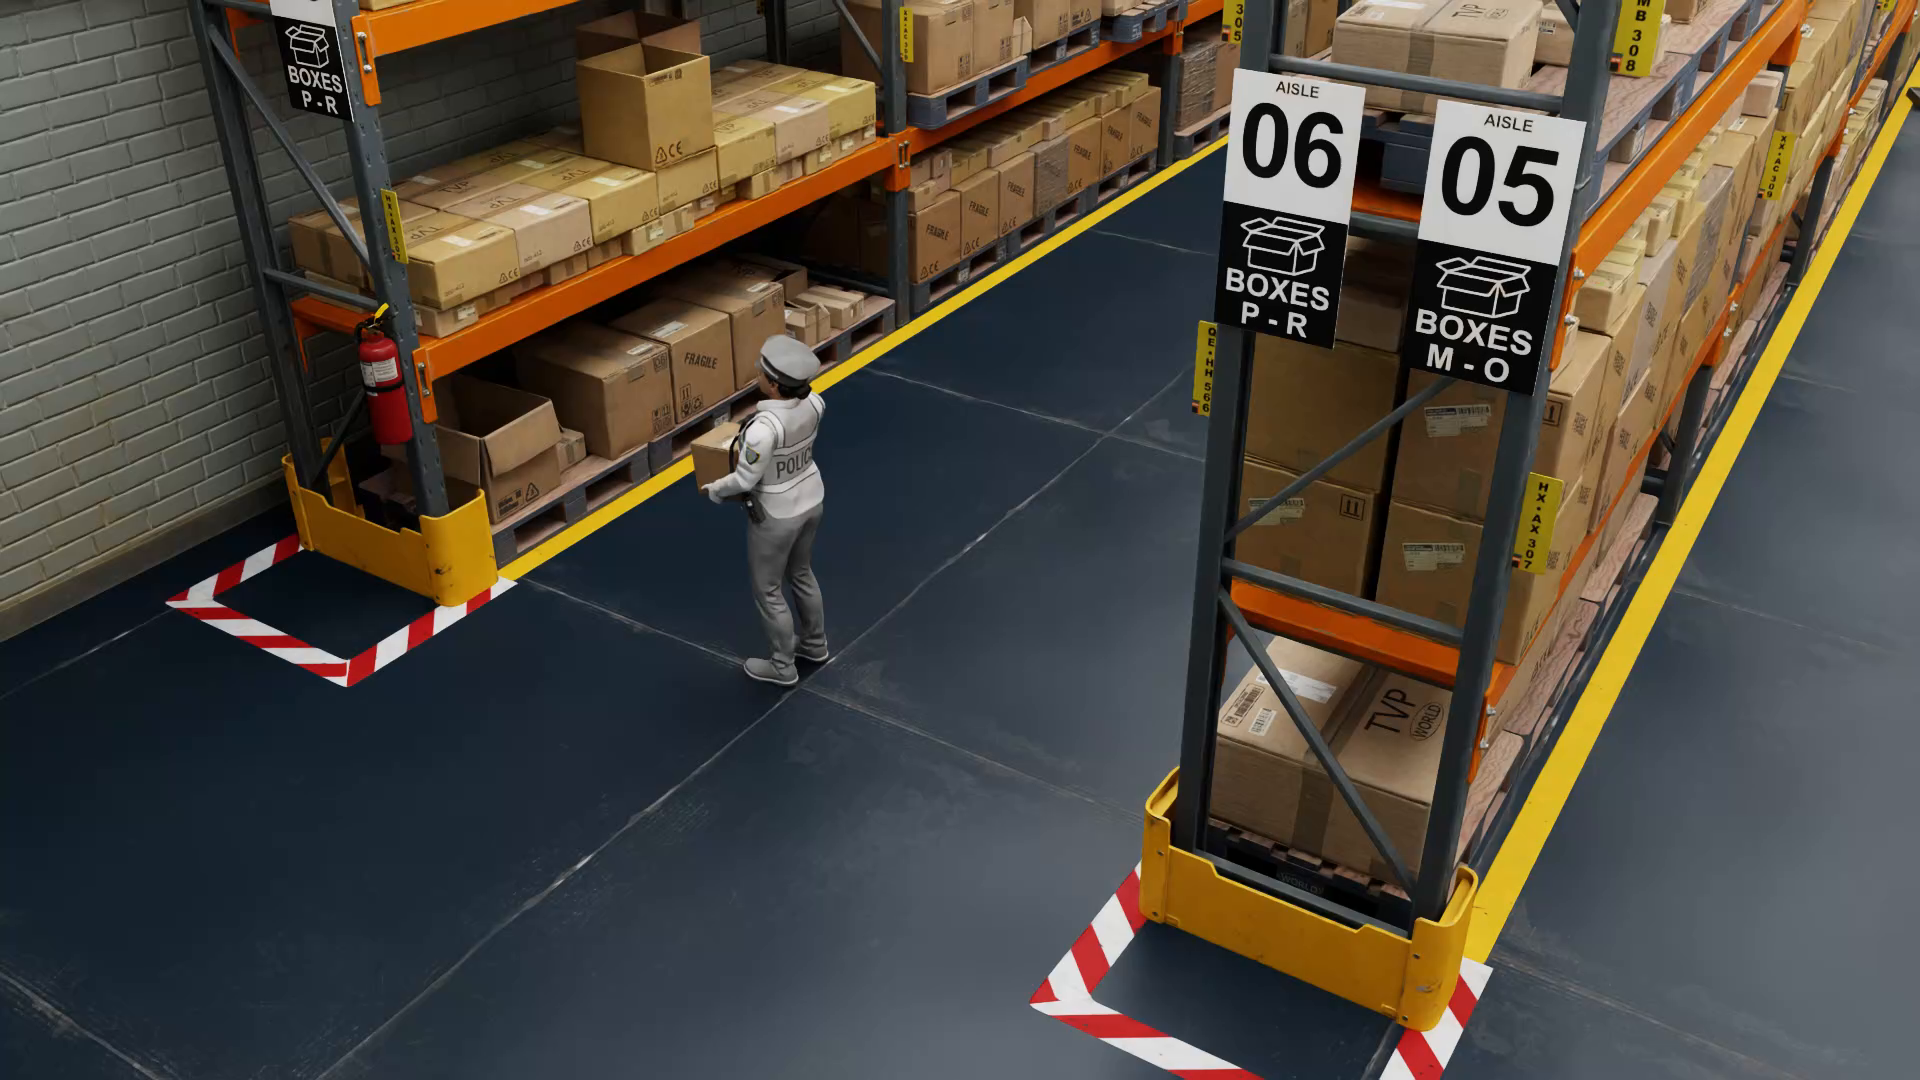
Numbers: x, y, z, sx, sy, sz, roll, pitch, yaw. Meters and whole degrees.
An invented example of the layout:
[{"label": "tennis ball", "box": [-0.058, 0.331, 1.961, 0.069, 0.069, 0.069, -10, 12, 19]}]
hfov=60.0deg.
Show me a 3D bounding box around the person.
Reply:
[{"label": "person", "box": [-0.837, -0.147, 7.354, 0.564, 1.686, 0.460, 18, 35, 27]}]
